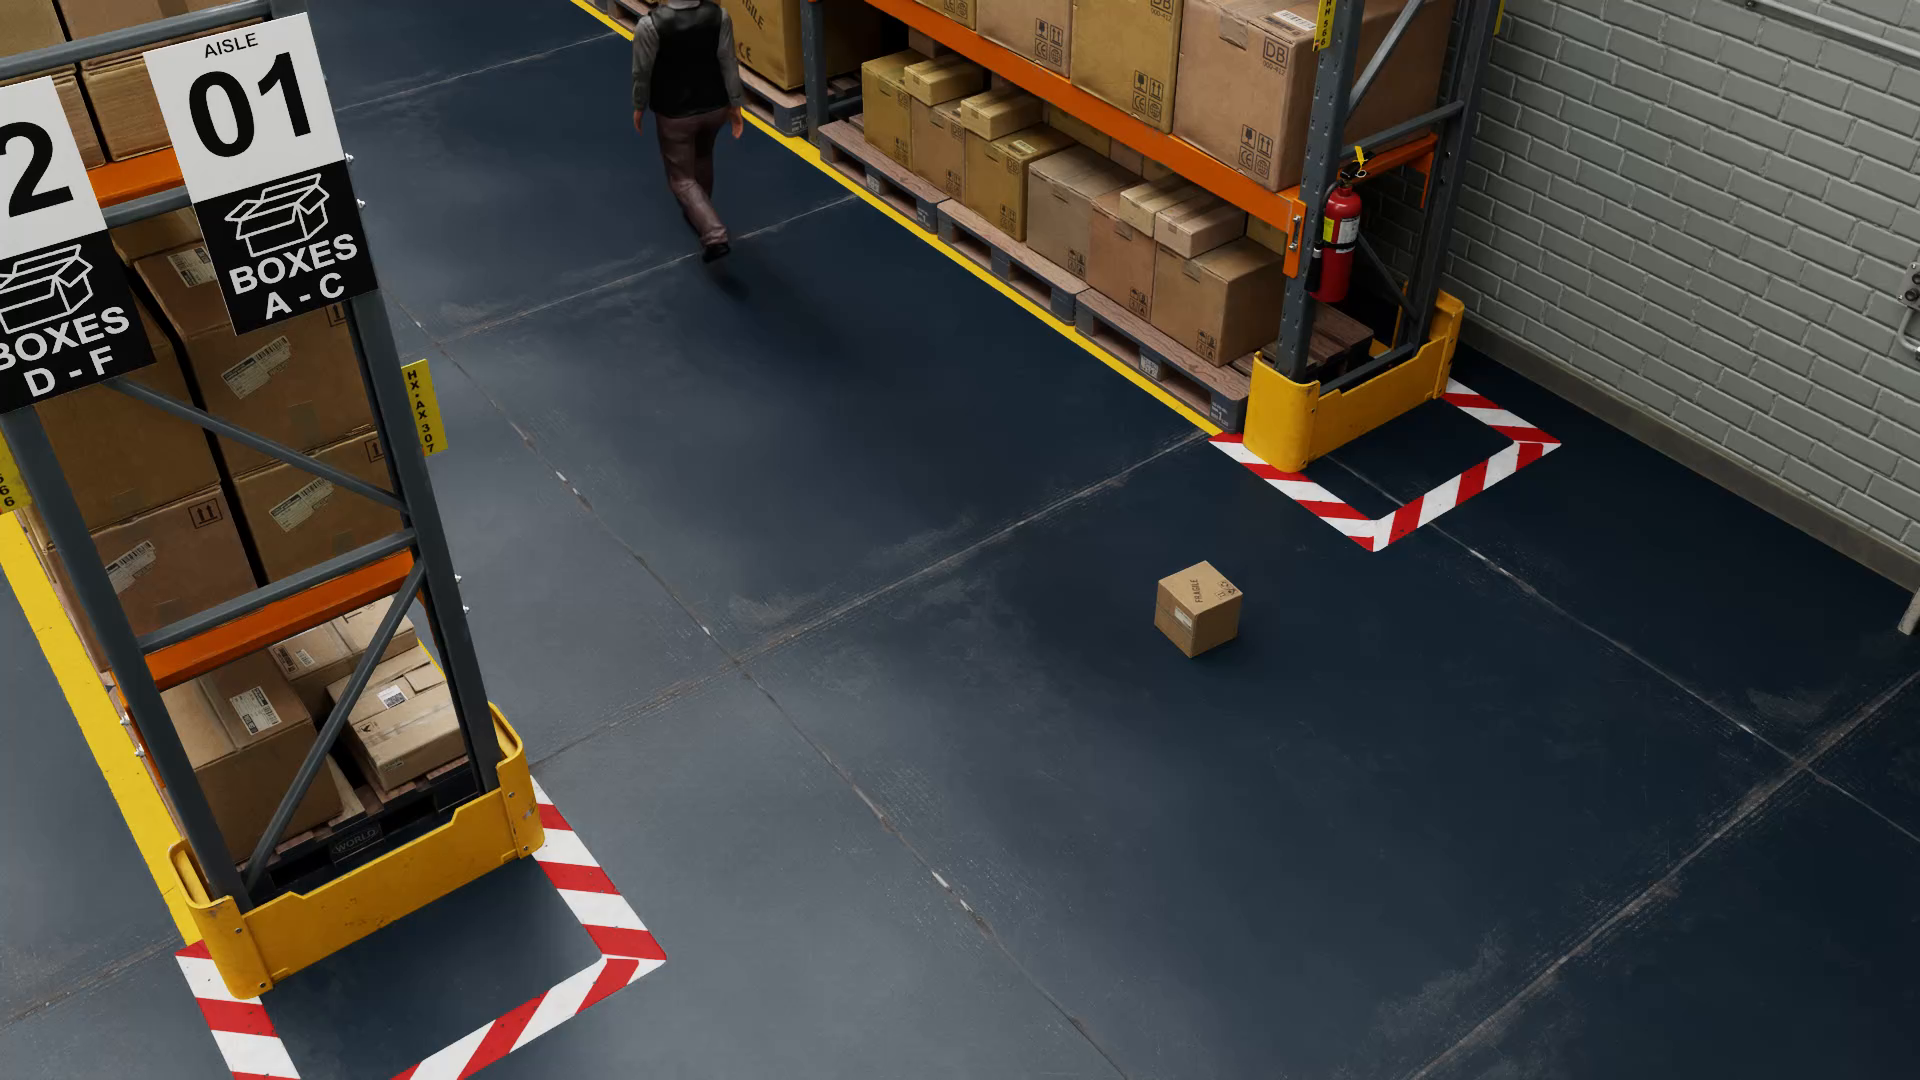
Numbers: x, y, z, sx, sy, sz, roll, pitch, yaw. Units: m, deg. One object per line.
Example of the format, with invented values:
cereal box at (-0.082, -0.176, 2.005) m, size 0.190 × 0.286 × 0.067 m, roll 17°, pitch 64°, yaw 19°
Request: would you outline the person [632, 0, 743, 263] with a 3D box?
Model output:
person at (-1.452, -2.308, 8.922) m, size 0.544 × 1.691 × 0.923 m, roll -21°, pitch 44°, yaw -23°
